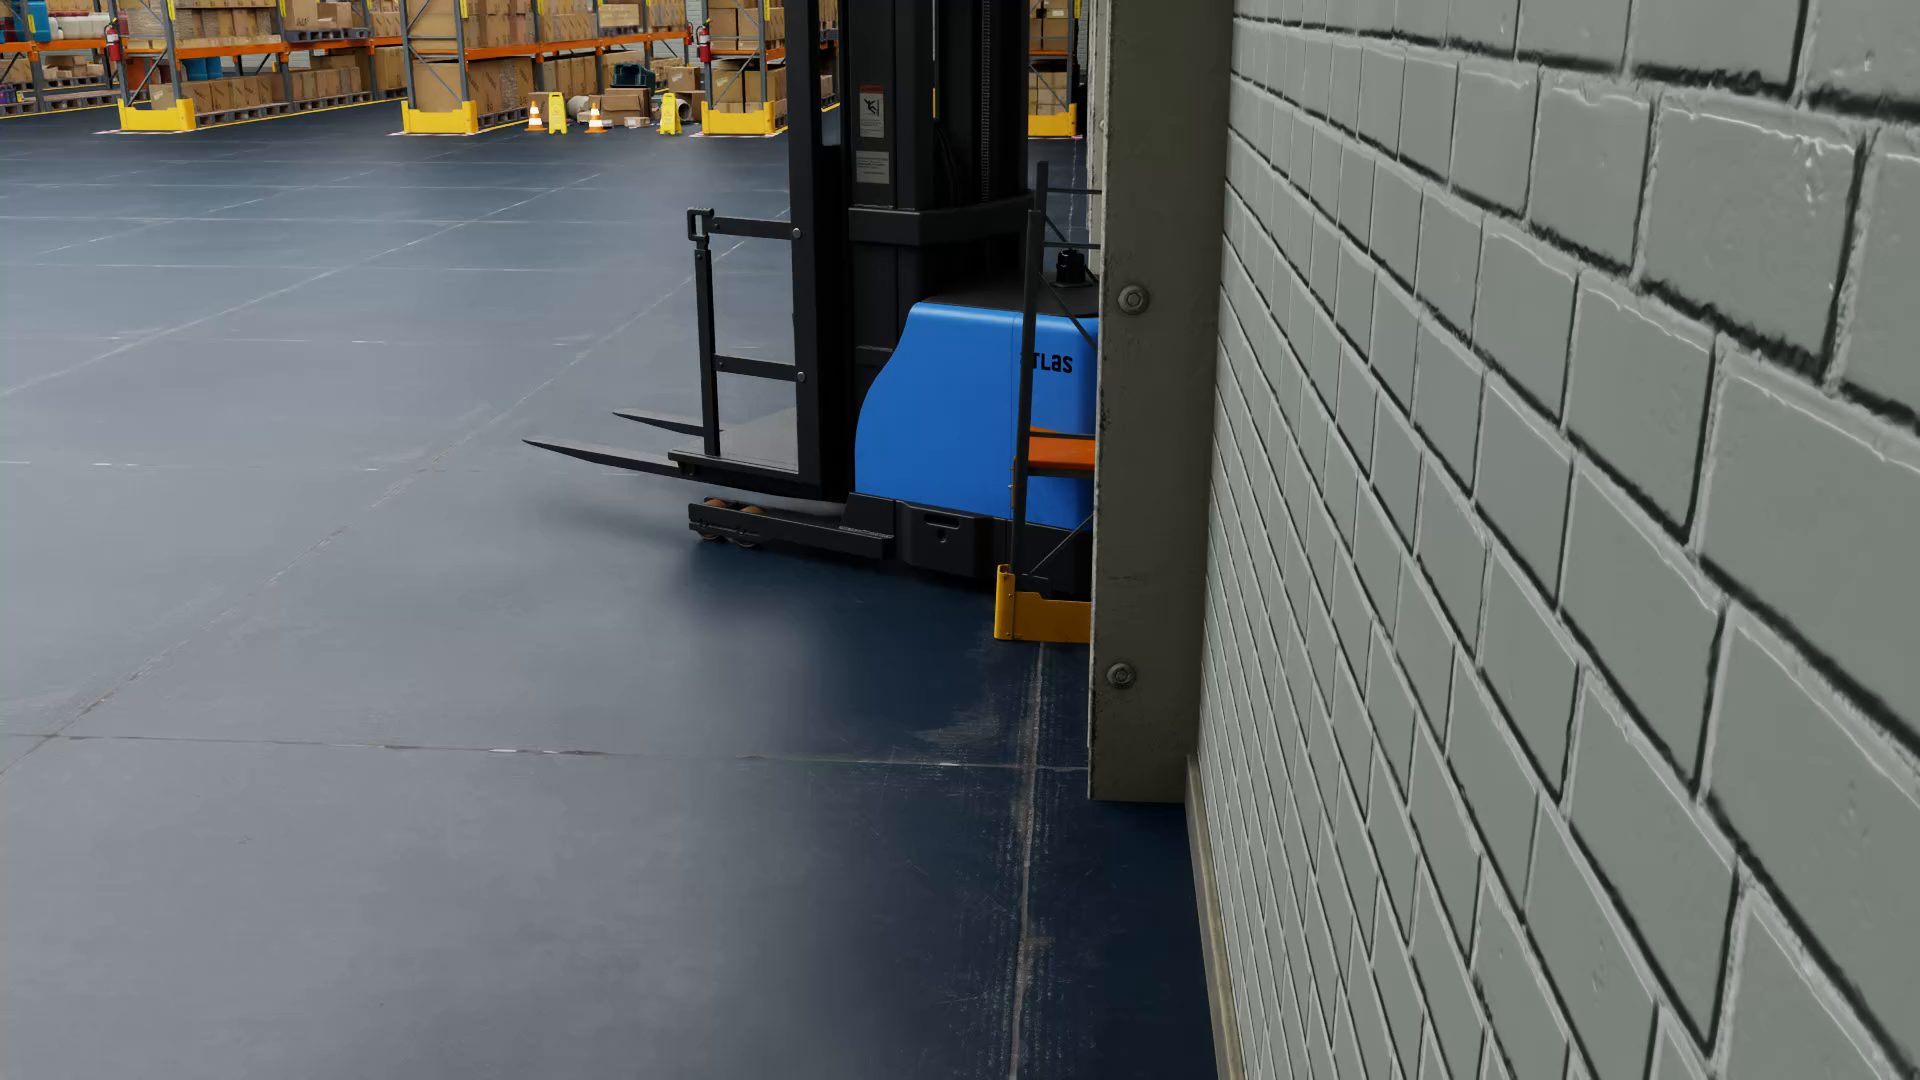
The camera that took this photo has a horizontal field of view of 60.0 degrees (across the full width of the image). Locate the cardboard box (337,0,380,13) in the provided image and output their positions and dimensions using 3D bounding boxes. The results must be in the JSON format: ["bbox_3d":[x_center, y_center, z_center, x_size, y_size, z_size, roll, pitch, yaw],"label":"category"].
[{"bbox_3d":[-12.893,-11.576,35.661,0.797,0.503,0.637,2,18,6],"label":"cardboard box"}]

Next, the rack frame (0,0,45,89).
[{"bbox_3d":[-22.555,-12.289,39.611,1.000,3.000,0.127,1,18,4],"label":"rack frame"}]

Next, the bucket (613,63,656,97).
[{"bbox_3d":[-6.018,-8.513,30.903,0.726,0.611,0.620,8,10,23],"label":"bucket"}]

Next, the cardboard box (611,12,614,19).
[{"bbox_3d":[-7.717,-11.373,36.065,0.380,0.149,0.250,1,18,4],"label":"cardboard box"}]

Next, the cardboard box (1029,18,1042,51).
[{"bbox_3d":[1.074,-8.215,27.017,0.500,0.500,0.500,1,18,3],"label":"cardboard box"}]

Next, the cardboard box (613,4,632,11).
[{"bbox_3d":[-7.608,-11.995,37.487,0.380,0.149,0.250,1,18,2],"label":"cardboard box"}]

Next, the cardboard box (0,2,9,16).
[{"bbox_3d":[-22.812,-12.394,39.096,0.700,0.500,0.500,-5,19,-15],"label":"cardboard box"}]

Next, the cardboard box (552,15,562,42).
[{"bbox_3d":[-7.966,-9.802,31.859,0.500,0.500,0.500,1,18,4],"label":"cardboard box"}]

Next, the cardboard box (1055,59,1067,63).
[{"bbox_3d":[2.206,-10.130,35.318,0.380,0.149,0.250,2,18,5],"label":"cardboard box"}]

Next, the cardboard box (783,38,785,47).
[{"bbox_3d":[-3.183,-8.660,28.938,0.380,0.149,0.250,1,18,4],"label":"cardboard box"}]

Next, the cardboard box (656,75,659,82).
[{"bbox_3d":[-7.369,-10.958,39.453,0.380,0.149,0.250,2,18,6],"label":"cardboard box"}]

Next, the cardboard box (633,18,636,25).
[{"bbox_3d":[-7.583,-11.797,37.836,0.380,0.149,0.250,1,18,4],"label":"cardboard box"}]

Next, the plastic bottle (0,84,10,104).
[{"bbox_3d":[-17.961,-8.377,31.219,0.144,0.351,0.185,0,18,1],"label":"plastic bottle"}]

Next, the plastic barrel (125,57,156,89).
[{"bbox_3d":[-17.883,-10.256,36.216,0.600,0.830,0.708,1,18,4],"label":"plastic barrel"}]

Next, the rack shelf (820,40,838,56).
[{"bbox_3d":[-3.220,-9.640,32.682,1.077,0.370,4.000,1,18,4],"label":"rack shelf"}]

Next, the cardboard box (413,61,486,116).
[{"bbox_3d":[-8.612,-7.600,28.037,0.875,0.875,0.875,1,18,4],"label":"cardboard box"}]

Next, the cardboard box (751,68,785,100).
[{"bbox_3d":[-3.282,-7.782,28.393,0.500,0.500,0.500,1,18,2],"label":"cardboard box"}]

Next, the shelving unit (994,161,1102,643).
[{"bbox_3d":[0.478,-0.529,6.049,0.587,1.500,1.083,3,22,3],"label":"shelving unit"}]

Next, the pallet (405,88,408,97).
[{"bbox_3d":[-12.739,-10.121,37.471,1.003,0.211,1.213,1,18,4],"label":"pallet"}]

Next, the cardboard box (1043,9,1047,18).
[{"bbox_3d":[1.538,-8.543,26.974,0.380,0.149,0.250,1,18,4],"label":"cardboard box"}]

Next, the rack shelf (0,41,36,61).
[{"bbox_3d":[-18.332,-8.730,29.903,1.077,0.370,4.000,1,18,4],"label":"rack shelf"}]

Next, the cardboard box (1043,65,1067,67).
[{"bbox_3d":[1.724,-8.305,29.586,0.500,0.250,0.500,1,18,3],"label":"cardboard box"}]

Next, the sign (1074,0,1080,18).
[{"bbox_3d":[1.854,-8.444,26.358,0.100,0.325,0.005,1,18,4],"label":"sign"}]

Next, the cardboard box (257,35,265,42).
[{"bbox_3d":[-13.075,-9.236,30.696,0.380,0.149,0.250,1,18,4],"label":"cardboard box"}]

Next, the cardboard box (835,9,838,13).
[{"bbox_3d":[-2.797,-11.274,34.746,0.500,0.500,0.500,1,18,2],"label":"cardboard box"}]

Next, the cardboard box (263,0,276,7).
[{"bbox_3d":[-13.006,-10.100,30.687,0.500,0.500,0.500,1,18,4],"label":"cardboard box"}]

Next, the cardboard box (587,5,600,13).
[{"bbox_3d":[-7.795,-11.186,35.017,0.380,0.149,0.250,1,18,4],"label":"cardboard box"}]

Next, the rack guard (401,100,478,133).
[{"bbox_3d":[-8.597,-7.003,27.491,1.175,0.500,0.348,1,18,4],"label":"rack guard"}]

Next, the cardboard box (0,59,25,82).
[{"bbox_3d":[-22.348,-10.997,38.976,0.500,0.500,0.500,1,18,4],"label":"cardboard box"}]

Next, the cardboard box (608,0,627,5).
[{"bbox_3d":[-7.971,-12.741,38.745,0.500,0.500,0.500,1,18,2],"label":"cardboard box"}]

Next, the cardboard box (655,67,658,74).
[{"bbox_3d":[-7.457,-11.257,39.888,0.380,0.149,0.250,0,18,1],"label":"cardboard box"}]

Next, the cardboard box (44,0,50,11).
[{"bbox_3d":[-22.241,-12.952,39.867,0.500,0.500,0.500,2,18,5],"label":"cardboard box"}]

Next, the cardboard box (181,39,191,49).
[{"bbox_3d":[-13.239,-8.381,28.087,0.380,0.149,0.250,1,18,4],"label":"cardboard box"}]

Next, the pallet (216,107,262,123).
[{"bbox_3d":[-13.346,-7.668,29.985,1.003,0.211,1.213,1,18,4],"label":"pallet"}]

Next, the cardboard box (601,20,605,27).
[{"bbox_3d":[-7.769,-10.981,35.346,0.380,0.149,0.250,2,18,7],"label":"cardboard box"}]

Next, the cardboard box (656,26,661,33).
[{"bbox_3d":[-7.368,-12.213,39.782,0.380,0.149,0.250,2,18,5],"label":"cardboard box"}]

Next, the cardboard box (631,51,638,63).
[{"bbox_3d":[-7.586,-10.897,37.496,0.500,0.250,0.500,2,18,7],"label":"cardboard box"}]

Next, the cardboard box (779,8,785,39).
[{"bbox_3d":[-3.270,-8.768,28.226,0.500,0.500,0.500,1,18,3],"label":"cardboard box"}]

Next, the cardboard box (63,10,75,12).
[{"bbox_3d":[-22.175,-12.803,41.019,0.500,0.500,0.500,1,18,4],"label":"cardboard box"}]

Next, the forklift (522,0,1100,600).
[{"bbox_3d":[-0.538,-1.492,6.769,3.031,2.935,1.130,10,21,29],"label":"forklift"}]

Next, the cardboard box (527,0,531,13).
[{"bbox_3d":[-8.369,-9.911,30.377,0.875,0.550,0.550,1,18,4],"label":"cardboard box"}]

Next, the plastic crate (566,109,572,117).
[{"bbox_3d":[-7.014,-8.048,31.091,0.450,0.188,0.662,0,15,35],"label":"plastic crate"}]

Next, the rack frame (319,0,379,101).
[{"bbox_3d":[-12.961,-10.825,35.141,1.000,3.000,0.127,1,18,4],"label":"rack frame"}]

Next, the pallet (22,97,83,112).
[{"bbox_3d":[-18.171,-8.613,32.868,1.003,0.211,1.213,1,18,4],"label":"pallet"}]

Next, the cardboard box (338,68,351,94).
[{"bbox_3d":[-13.016,-9.465,34.299,0.700,0.500,0.500,0,18,-1],"label":"cardboard box"}]

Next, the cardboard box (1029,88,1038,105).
[{"bbox_3d":[1.024,-7.298,27.316,0.500,0.250,0.500,1,18,3],"label":"cardboard box"}]

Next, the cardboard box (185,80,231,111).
[{"bbox_3d":[-13.401,-7.926,29.634,0.500,0.500,0.500,3,18,9],"label":"cardboard box"}]

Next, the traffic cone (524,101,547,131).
[{"bbox_3d":[-7.140,-7.126,27.926,0.336,0.463,0.334,1,18,4],"label":"traffic cone"}]
